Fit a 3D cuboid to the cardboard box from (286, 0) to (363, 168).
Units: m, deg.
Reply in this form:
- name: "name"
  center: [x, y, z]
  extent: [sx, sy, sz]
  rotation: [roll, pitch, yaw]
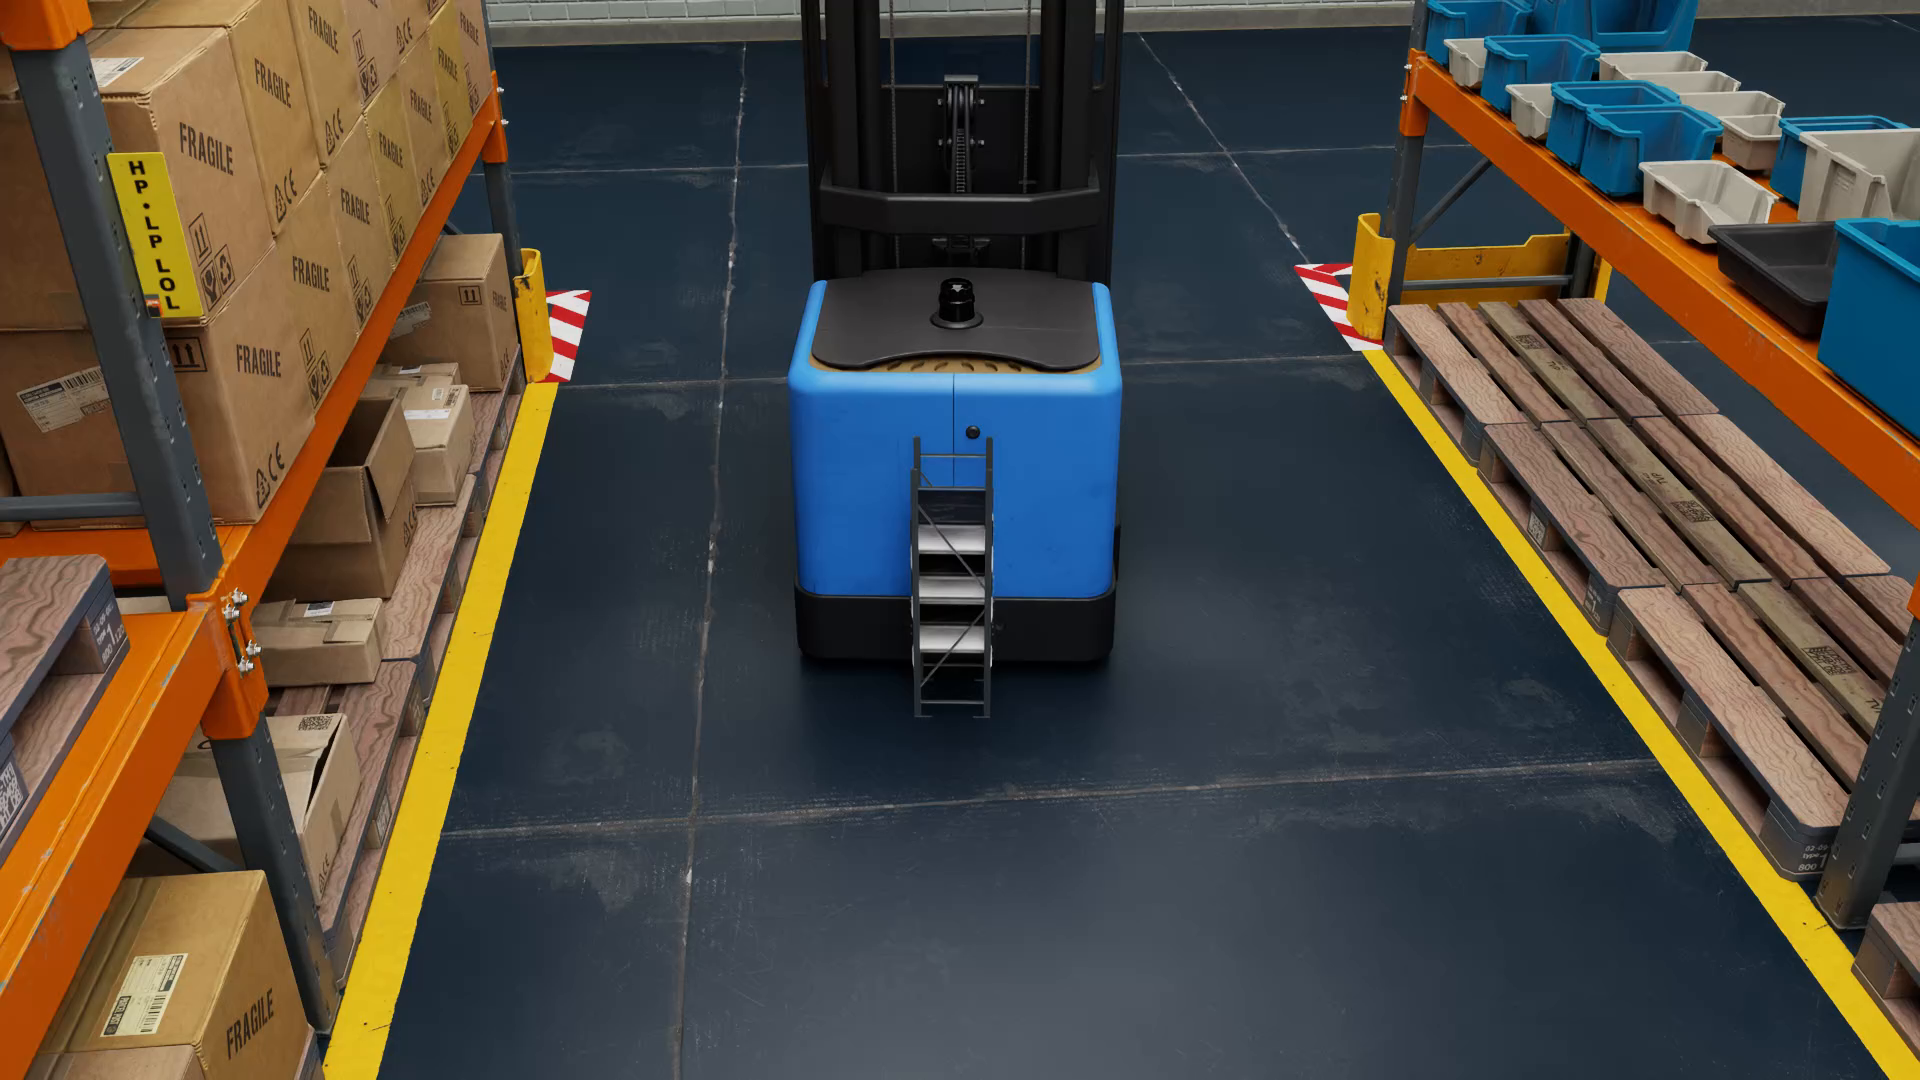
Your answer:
- name: "cardboard box"
  center: [-1.939, -1.302, 4.432]
  extent: [0.500, 0.500, 0.500]
  rotation: [-4, 31, -6]

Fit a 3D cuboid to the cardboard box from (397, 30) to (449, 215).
- name: "cardboard box"
  center: [-2.047, -1.400, 5.571]
  extent: [0.500, 0.500, 0.500]
  rotation: [-3, 31, -4]

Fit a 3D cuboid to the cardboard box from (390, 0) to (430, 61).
- name: "cardboard box"
  center: [-2.036, -1.828, 5.313]
  extent: [0.500, 0.500, 0.500]
  rotation: [-2, 31, -3]

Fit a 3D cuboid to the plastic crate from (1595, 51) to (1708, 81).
- name: "plastic crate"
  center: [2.736, -1.833, 6.591]
  extent: [0.396, 0.136, 0.243]
  rotation: [-3, 31, -5]

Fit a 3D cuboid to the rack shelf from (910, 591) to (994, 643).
- name: "rack shelf"
  center: [-0.022, 0.234, 5.221]
  extent: [0.258, 0.077, 0.200]
  rotation: [1, 31, 1]

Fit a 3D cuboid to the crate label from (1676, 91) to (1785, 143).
- name: "crate label"
  center: [2.799, -1.543, 6.106]
  extent: [0.396, 0.136, 0.243]
  rotation: [-3, 31, -5]

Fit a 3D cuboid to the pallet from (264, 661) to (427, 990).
- name: "pallet"
  center: [-2.142, 0.797, 4.711]
  extent: [1.003, 0.211, 1.213]
  rotation: [-3, 31, -5]

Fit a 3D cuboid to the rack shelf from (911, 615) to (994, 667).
- name: "rack shelf"
  center: [-0.022, 0.311, 5.267]
  extent: [0.258, 0.077, 0.200]
  rotation: [1, 31, 1]

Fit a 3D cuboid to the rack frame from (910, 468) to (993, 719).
- name: "rack frame"
  center: [-0.024, 0.180, 5.070]
  extent: [0.240, 0.900, 0.006]
  rotation: [1, 31, 1]

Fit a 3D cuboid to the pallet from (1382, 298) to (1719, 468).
- name: "pallet"
  center: [2.518, -0.708, 7.229]
  extent: [1.003, 0.211, 1.213]
  rotation: [-3, 31, -5]

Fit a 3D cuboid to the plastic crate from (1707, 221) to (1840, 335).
- name: "plastic crate"
  center: [2.481, -0.752, 4.793]
  extent: [0.437, 0.125, 0.590]
  rotation: [-3, 31, -5]

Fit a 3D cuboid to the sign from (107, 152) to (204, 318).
- name: "sign"
  center: [-1.527, -0.576, 3.159]
  extent: [0.100, 0.325, 0.005]
  rotation: [-3, 31, -5]

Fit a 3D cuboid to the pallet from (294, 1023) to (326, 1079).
- name: "pallet"
  center: [-1.965, 1.561, 3.431]
  extent: [1.003, 0.211, 1.213]
  rotation: [-3, 31, -5]

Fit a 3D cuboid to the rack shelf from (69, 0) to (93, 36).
- name: "rack shelf"
  center: [-2.266, -2.050, 4.533]
  extent: [1.077, 0.370, 4.000]
  rotation: [-3, 31, -5]

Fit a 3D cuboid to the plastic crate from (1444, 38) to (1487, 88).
- name: "plastic crate"
  center: [2.122, -1.931, 6.756]
  extent: [0.250, 0.136, 0.298]
  rotation: [-3, 31, -5]

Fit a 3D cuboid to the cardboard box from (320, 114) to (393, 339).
- name: "cardboard box"
  center: [-1.951, -0.883, 4.706]
  extent: [0.500, 0.500, 0.500]
  rotation: [-3, 31, -5]

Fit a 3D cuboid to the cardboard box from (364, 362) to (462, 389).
- name: "cardboard box"
  center: [-2.208, -0.588, 6.643]
  extent: [0.380, 0.166, 0.250]
  rotation: [-3, 31, -5]

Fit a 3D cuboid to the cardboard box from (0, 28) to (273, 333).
- name: "cardboard box"
  center: [-1.843, -0.776, 3.552]
  extent: [0.500, 0.500, 0.500]
  rotation: [-2, 31, -3]

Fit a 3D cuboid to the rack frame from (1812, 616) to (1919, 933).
- name: "rack frame"
  center: [2.853, -0.285, 3.803]
  extent: [1.000, 3.000, 0.127]
  rotation: [-3, 31, -5]

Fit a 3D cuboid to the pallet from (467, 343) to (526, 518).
- name: "pallet"
  center: [-2.370, -0.449, 6.796]
  extent: [1.003, 0.211, 1.213]
  rotation: [-3, 31, -5]

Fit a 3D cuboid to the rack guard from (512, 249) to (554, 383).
- name: "rack guard"
  center: [-2.446, -0.980, 7.404]
  extent: [1.175, 0.500, 0.348]
  rotation: [-3, 31, -5]

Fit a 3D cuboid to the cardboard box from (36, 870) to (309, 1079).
- name: "cardboard box"
  center: [-1.748, 1.072, 3.538]
  extent: [0.500, 0.500, 0.500]
  rotation: [-3, 31, -5]

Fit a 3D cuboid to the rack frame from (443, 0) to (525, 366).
- name: "rack frame"
  center: [-2.453, -2.092, 6.828]
  extent: [1.000, 3.000, 0.127]
  rotation: [-3, 31, -5]

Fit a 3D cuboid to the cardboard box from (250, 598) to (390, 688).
- name: "cardboard box"
  center: [-1.994, 0.312, 5.137]
  extent: [0.380, 0.166, 0.250]
  rotation: [-3, 31, -5]

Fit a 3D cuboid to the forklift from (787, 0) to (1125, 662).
- name: "forklift"
  center: [0.014, -1.579, 6.035]
  extent: [1.130, 2.935, 3.031]
  rotation: [1, 31, 1]

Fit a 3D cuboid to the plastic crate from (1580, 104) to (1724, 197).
- name: "plastic crate"
  center: [2.326, -1.314, 5.630]
  extent: [0.416, 0.233, 0.300]
  rotation: [-3, 31, -5]

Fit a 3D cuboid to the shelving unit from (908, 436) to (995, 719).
- name: "shelving unit"
  center: [-0.022, 0.128, 5.158]
  extent: [0.258, 0.900, 0.210]
  rotation: [1, 31, 1]

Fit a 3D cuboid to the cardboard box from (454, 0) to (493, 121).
- name: "cardboard box"
  center: [-2.140, -1.920, 6.441]
  extent: [0.500, 0.500, 0.500]
  rotation: [-2, 31, -3]

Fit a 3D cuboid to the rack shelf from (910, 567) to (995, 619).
- name: "rack shelf"
  center: [-0.022, 0.157, 5.175]
  extent: [0.258, 0.077, 0.200]
  rotation: [1, 31, 1]

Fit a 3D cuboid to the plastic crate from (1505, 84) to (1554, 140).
- name: "plastic crate"
  center: [2.186, -1.584, 6.176]
  extent: [0.250, 0.136, 0.298]
  rotation: [-3, 31, -5]

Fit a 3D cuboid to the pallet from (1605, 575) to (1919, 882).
- name: "pallet"
  center: [2.746, 0.538, 5.143]
  extent: [1.003, 0.211, 1.213]
  rotation: [-3, 31, -5]

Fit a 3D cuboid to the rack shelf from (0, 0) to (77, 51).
- name: "rack shelf"
  center: [-1.892, -0.008, 1.114]
  extent: [1.077, 0.370, 4.000]
  rotation: [-3, 31, -5]

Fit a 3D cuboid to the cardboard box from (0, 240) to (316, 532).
- name: "cardboard box"
  center: [-1.855, -0.366, 3.840]
  extent: [0.500, 0.500, 0.500]
  rotation: [-2, 31, -3]

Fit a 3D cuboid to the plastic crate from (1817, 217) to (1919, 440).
- name: "plastic crate"
  center: [2.470, -0.526, 4.163]
  extent: [0.392, 0.384, 0.575]
  rotation: [-3, 31, -5]

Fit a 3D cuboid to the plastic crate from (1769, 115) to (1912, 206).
- name: "plastic crate"
  center: [2.926, -1.245, 5.514]
  extent: [0.416, 0.233, 0.300]
  rotation: [-3, 31, -5]

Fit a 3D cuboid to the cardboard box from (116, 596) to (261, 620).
- name: "cardboard box"
  center: [-2.485, 0.255, 5.091]
  extent: [0.500, 0.311, 0.500]
  rotation: [-3, 31, -5]
